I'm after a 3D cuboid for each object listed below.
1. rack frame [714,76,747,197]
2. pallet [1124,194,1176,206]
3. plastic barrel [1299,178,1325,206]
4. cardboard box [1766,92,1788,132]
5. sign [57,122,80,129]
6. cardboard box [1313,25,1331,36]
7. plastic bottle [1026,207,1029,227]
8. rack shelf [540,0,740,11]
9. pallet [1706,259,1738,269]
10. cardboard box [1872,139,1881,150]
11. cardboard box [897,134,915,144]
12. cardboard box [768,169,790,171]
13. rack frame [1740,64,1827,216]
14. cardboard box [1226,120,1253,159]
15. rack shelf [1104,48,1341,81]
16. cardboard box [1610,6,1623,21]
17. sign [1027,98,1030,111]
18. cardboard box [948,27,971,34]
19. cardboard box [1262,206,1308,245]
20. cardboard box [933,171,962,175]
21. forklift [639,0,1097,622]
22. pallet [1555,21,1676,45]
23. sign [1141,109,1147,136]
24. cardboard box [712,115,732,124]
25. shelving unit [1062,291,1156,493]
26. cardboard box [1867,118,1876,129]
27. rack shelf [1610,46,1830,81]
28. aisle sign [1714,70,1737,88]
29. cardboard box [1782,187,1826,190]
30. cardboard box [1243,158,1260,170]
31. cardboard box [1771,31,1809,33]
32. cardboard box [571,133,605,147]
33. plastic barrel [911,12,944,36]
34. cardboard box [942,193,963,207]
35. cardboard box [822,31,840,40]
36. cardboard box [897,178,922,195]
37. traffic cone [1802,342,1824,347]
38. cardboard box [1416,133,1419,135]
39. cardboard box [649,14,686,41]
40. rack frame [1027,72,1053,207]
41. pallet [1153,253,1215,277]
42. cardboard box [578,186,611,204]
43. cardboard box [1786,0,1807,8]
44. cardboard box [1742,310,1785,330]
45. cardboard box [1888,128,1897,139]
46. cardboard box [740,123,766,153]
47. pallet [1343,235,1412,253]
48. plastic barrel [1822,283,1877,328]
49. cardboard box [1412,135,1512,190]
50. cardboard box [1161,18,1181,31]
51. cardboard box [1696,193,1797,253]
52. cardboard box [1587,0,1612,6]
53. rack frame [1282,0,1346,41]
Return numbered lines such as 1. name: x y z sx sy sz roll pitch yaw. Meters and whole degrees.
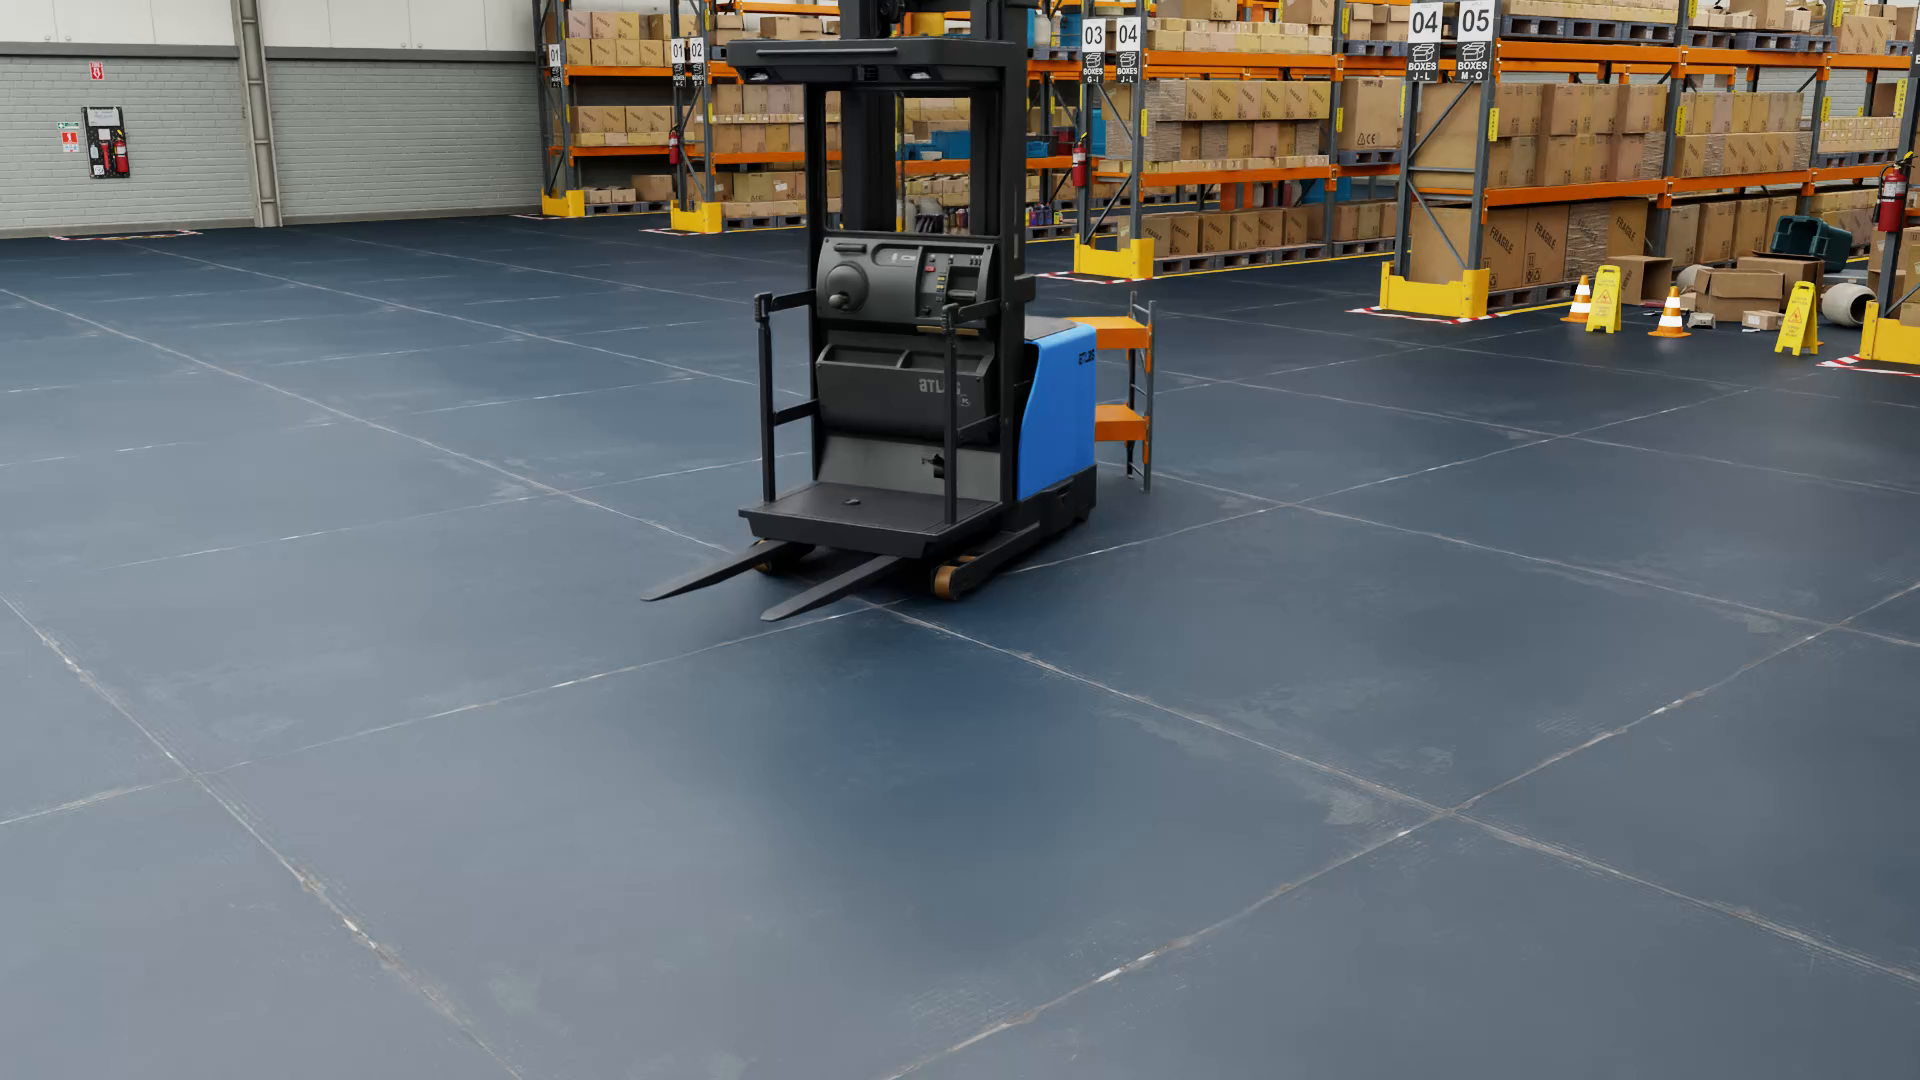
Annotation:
1. rack frame: -4.797 -8.473 34.658 0.127 3.000 1.000 -13 19 -39
2. pallet: 3.904 -7.372 35.940 1.213 0.211 1.003 -13 19 -39
3. plastic barrel: 6.786 -6.880 31.946 0.708 0.901 0.600 -13 19 -39
4. cardboard box: 10.429 -5.646 21.944 0.500 0.500 0.700 -13 20 -40
5. sign: -14.745 -6.853 27.499 0.331 0.109 0.001 -13 19 -39
6. cardboard box: 4.902 -7.038 22.992 0.250 0.149 0.380 -12 19 -38
7. plastic bottle: 1.021 -5.225 26.778 0.185 0.351 0.144 -13 20 -40
8. rack shelf: -6.306 -10.683 32.709 4.000 0.370 1.077 -13 19 -39
9. pallet: 9.591 -3.603 21.831 1.213 0.211 1.003 -13 19 -39
10. cardboard box: 13.022 -5.707 23.976 0.250 0.149 0.380 -12 19 -37
11. cardboard box: -1.200 -7.529 31.414 0.500 0.250 0.500 -11 19 -36
12. cardboard box: -3.228 -6.474 30.235 0.500 0.500 0.500 -13 19 -39
13. rack frame: 11.155 -5.275 22.686 0.127 3.000 1.000 -13 19 -39
14. cardboard box: 3.462 -5.449 22.567 0.500 0.500 0.875 -13 19 -39
15. rack shelf: 3.449 -6.343 22.265 4.000 0.370 1.077 -13 19 -39
16. cardboard box: 7.113 -5.836 18.454 0.250 0.149 0.380 -13 20 -40
17. sign: 1.602 -10.245 39.203 0.005 0.325 0.100 -13 19 -39
18. cardboard box: 0.082 -11.681 38.355 0.500 0.250 0.500 -13 20 -41
19. cardboard box: 4.630 -4.515 23.872 0.500 0.500 0.500 -13 20 -41
20. cardboard box: -0.473 -8.561 38.340 0.750 0.750 0.750 -13 20 -40
21. forklift: -0.365 -1.264 7.803 1.130 2.935 3.031 7 17 26
22. pallet: 7.513 -5.867 19.262 1.213 0.211 1.003 -13 19 -39
23. sign: 2.297 -5.215 20.784 0.005 0.325 0.100 -13 19 -39
24. cardboard box: -4.122 -7.218 28.509 0.250 0.149 0.380 -13 20 -40
25. shelving unit: 0.568 -0.866 9.811 1.048 1.125 0.538 -2 15 -8
26. cardboard box: 12.812 -5.949 23.729 0.250 0.149 0.380 -13 20 -40
27. rack shelf: 9.646 -6.038 21.123 4.000 0.370 1.077 -13 19 -39
28. aisle sign: 14.262 -8.823 30.930 0.004 0.787 0.394 -13 19 -39
29. cardboard box: 12.266 -4.970 24.121 0.500 0.250 0.500 -12 19 -38
30. cardboard box: 3.847 -5.114 22.569 0.250 0.149 0.380 -13 19 -39
31. cardboard box: 10.848 -6.718 21.721 0.250 0.166 0.380 -13 19 -39
32. cardboard box: -7.238 -7.753 32.216 0.500 0.250 0.500 -13 20 -41
33. plastic barrel: -0.534 -7.828 25.251 0.600 0.588 0.600 0 15 0
34. cardboard box: -0.300 -6.578 32.080 0.500 0.250 0.500 -13 20 -41
35. cardboard box: -2.503 -9.060 30.133 0.500 0.311 0.500 -14 20 -42
36. cardboard box: -1.067 -6.676 31.359 0.500 0.311 0.500 -13 19 -39
37. traffic cone: 7.923 -2.072 15.609 0.334 0.463 0.336 -13 19 -39
38. cardboard box: 6.895 -6.061 25.073 0.258 0.266 0.396 -13 20 -41
39. cardboard box: -5.790 -10.140 32.917 0.500 0.500 0.500 -14 20 -41
40. rack frame: 1.475 -8.187 33.587 0.127 3.000 1.000 -13 19 -39
41. pallet: 2.634 -3.699 22.188 1.213 0.211 1.003 -13 19 -39
42. cardboard box: -7.233 -6.809 32.785 0.500 0.311 0.500 13 20 41
43. cardboard box: 11.290 -7.261 22.633 0.258 0.266 0.396 -13 19 -39
44. cardboard box: 8.108 -2.211 16.739 0.250 0.149 0.380 -3 15 -11
45. cardboard box: 13.412 -5.938 24.266 0.250 0.149 0.380 -13 20 -41
46. cardboard box: -3.806 -7.046 29.124 0.500 0.500 0.700 -12 19 -38
47. pallet: 6.465 -4.573 25.460 1.213 0.211 1.003 -13 19 -39
48. plastic barrel: 9.010 -2.373 16.814 0.421 0.421 0.512 0 15 -1
49. cardboard box: 5.370 -4.064 17.861 0.550 0.550 0.875 -13 19 -39
50. cardboard box: 2.559 -6.498 20.972 0.250 0.149 0.380 -12 19 -38
51. cardboard box: 10.637 -4.305 22.601 0.750 0.750 1.050 -13 20 -40
52. cardboard box: 6.794 -5.980 18.219 0.500 0.250 0.500 -13 20 -40
53. rack frame: 4.958 -8.478 23.054 0.127 3.000 1.000 -13 19 -39
